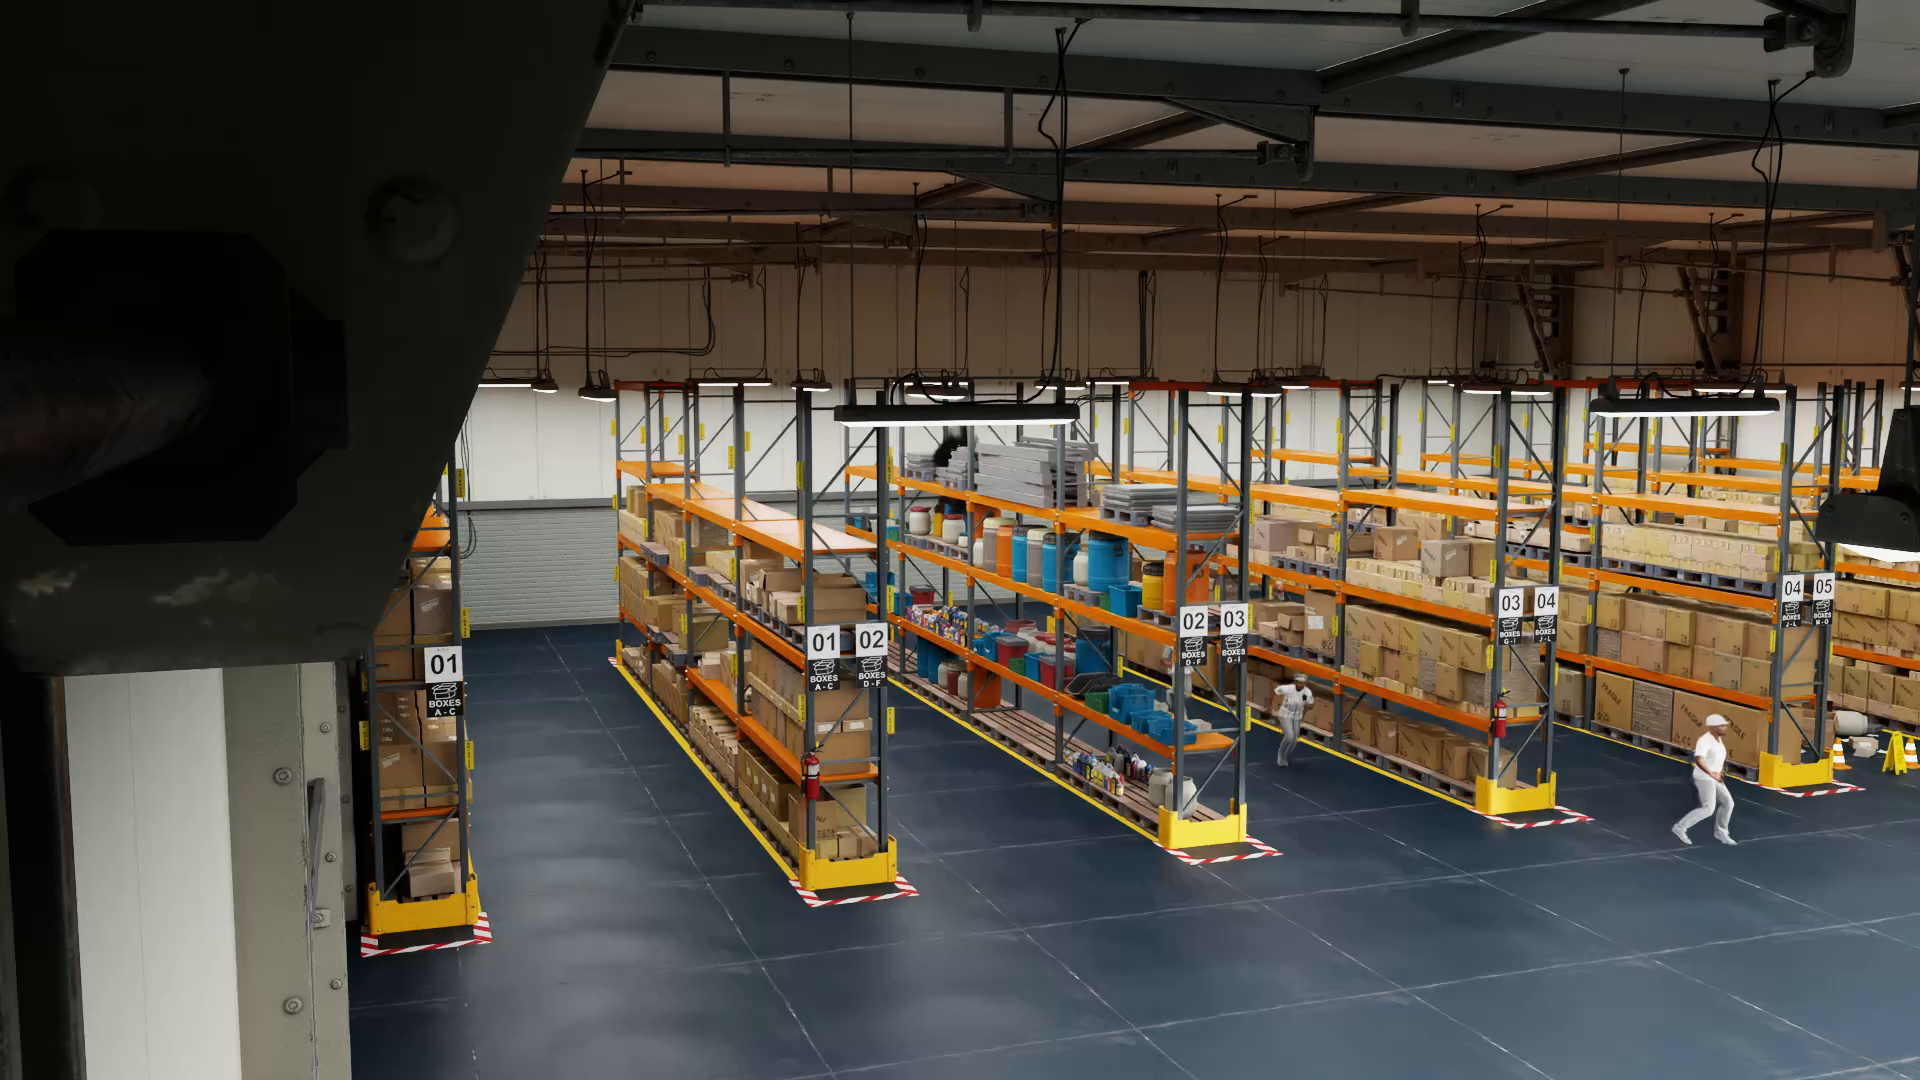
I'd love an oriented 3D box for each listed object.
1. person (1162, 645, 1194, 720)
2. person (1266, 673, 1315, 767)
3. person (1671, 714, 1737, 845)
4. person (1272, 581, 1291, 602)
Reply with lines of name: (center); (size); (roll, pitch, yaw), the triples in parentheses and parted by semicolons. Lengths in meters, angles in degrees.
person: (3.866, 2.372, 29.524); (0.716, 1.737, 0.727); (-3, 7, -28)
person: (5.214, 2.827, 26.134); (0.648, 1.567, 0.768); (-2, 6, -15)
person: (9.860, 3.172, 21.927); (0.744, 1.761, 0.915); (4, 7, 32)
person: (6.873, 1.721, 35.821); (0.661, 1.682, 0.584); (-2, 6, -14)
